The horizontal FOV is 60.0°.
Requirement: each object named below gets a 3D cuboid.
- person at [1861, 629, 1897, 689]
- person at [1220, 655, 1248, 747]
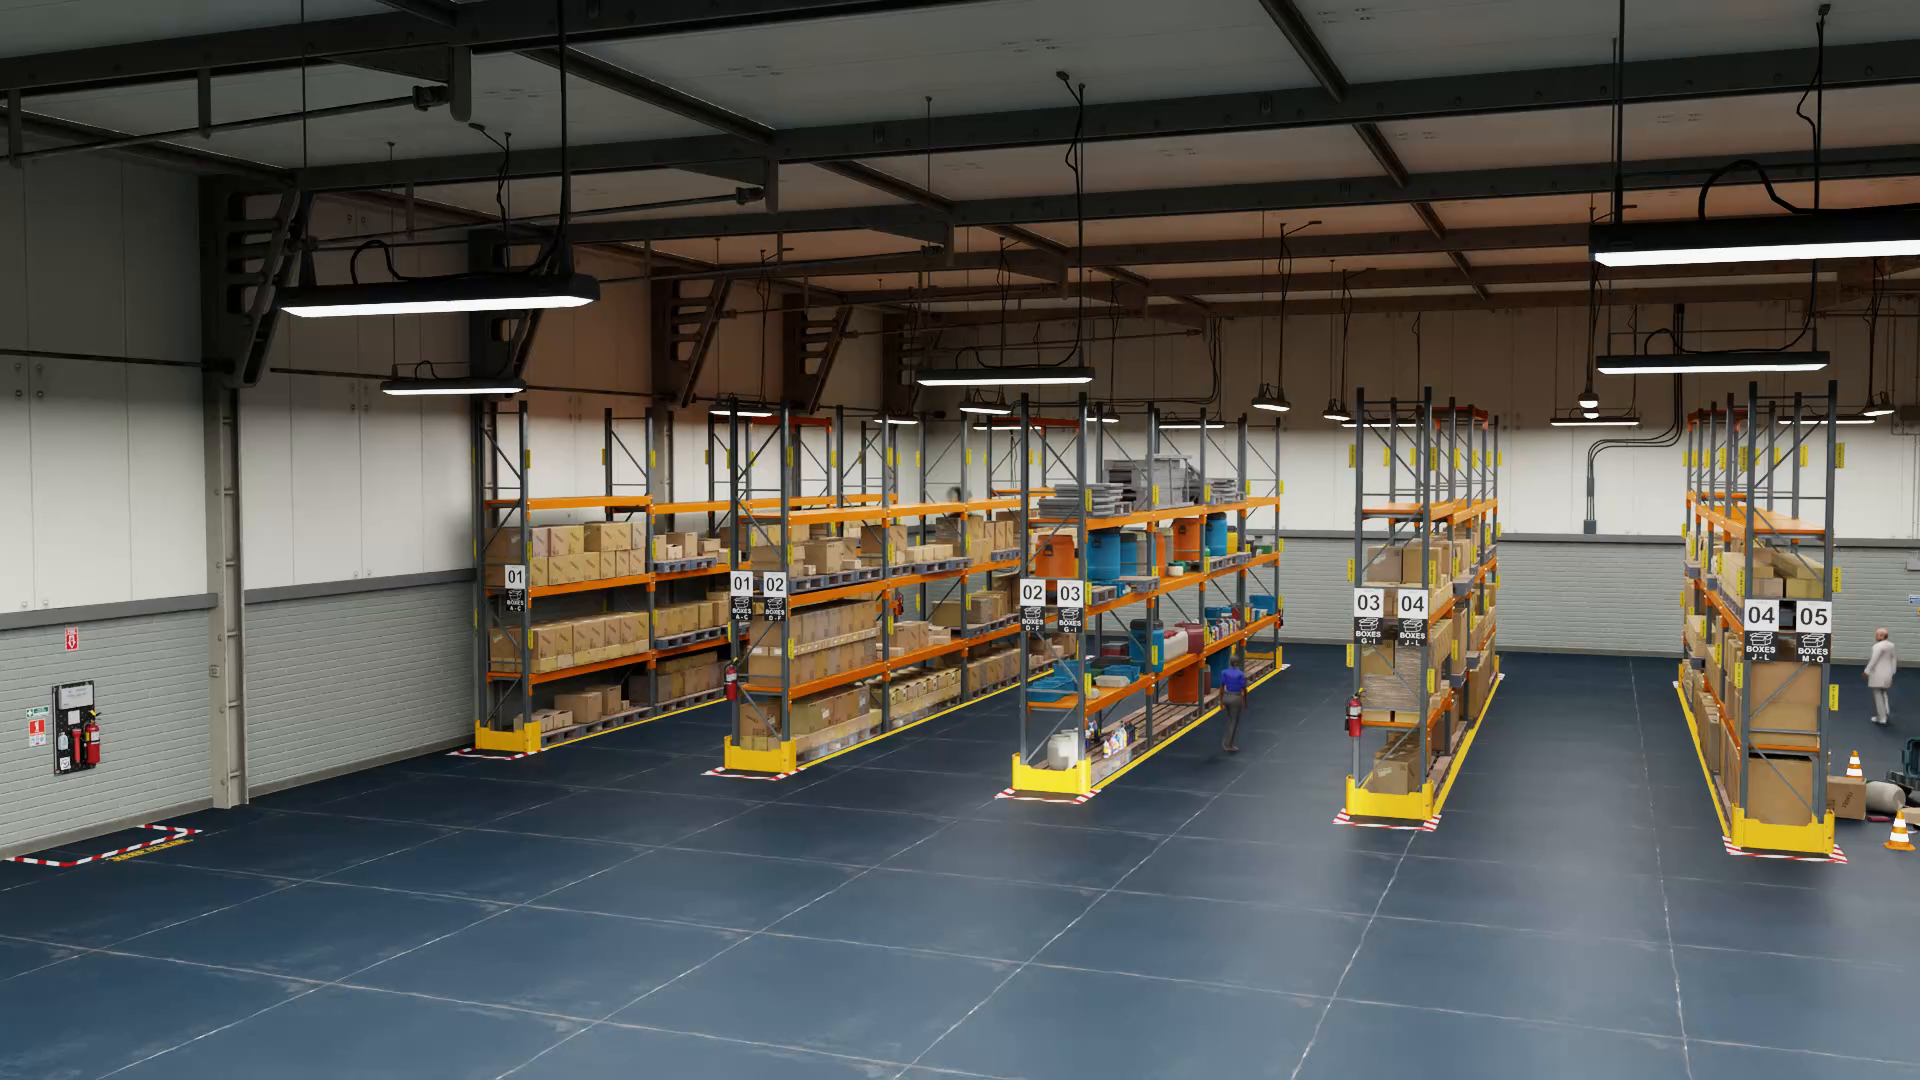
[{"bbox_3d":[17.422,2.243,31.472,0.635,1.147,0.496,0,3,2],"label":"person"},{"bbox_3d":[4.715,2.744,28.453,0.461,1.560,0.439,-2,3,-32],"label":"person"}]
